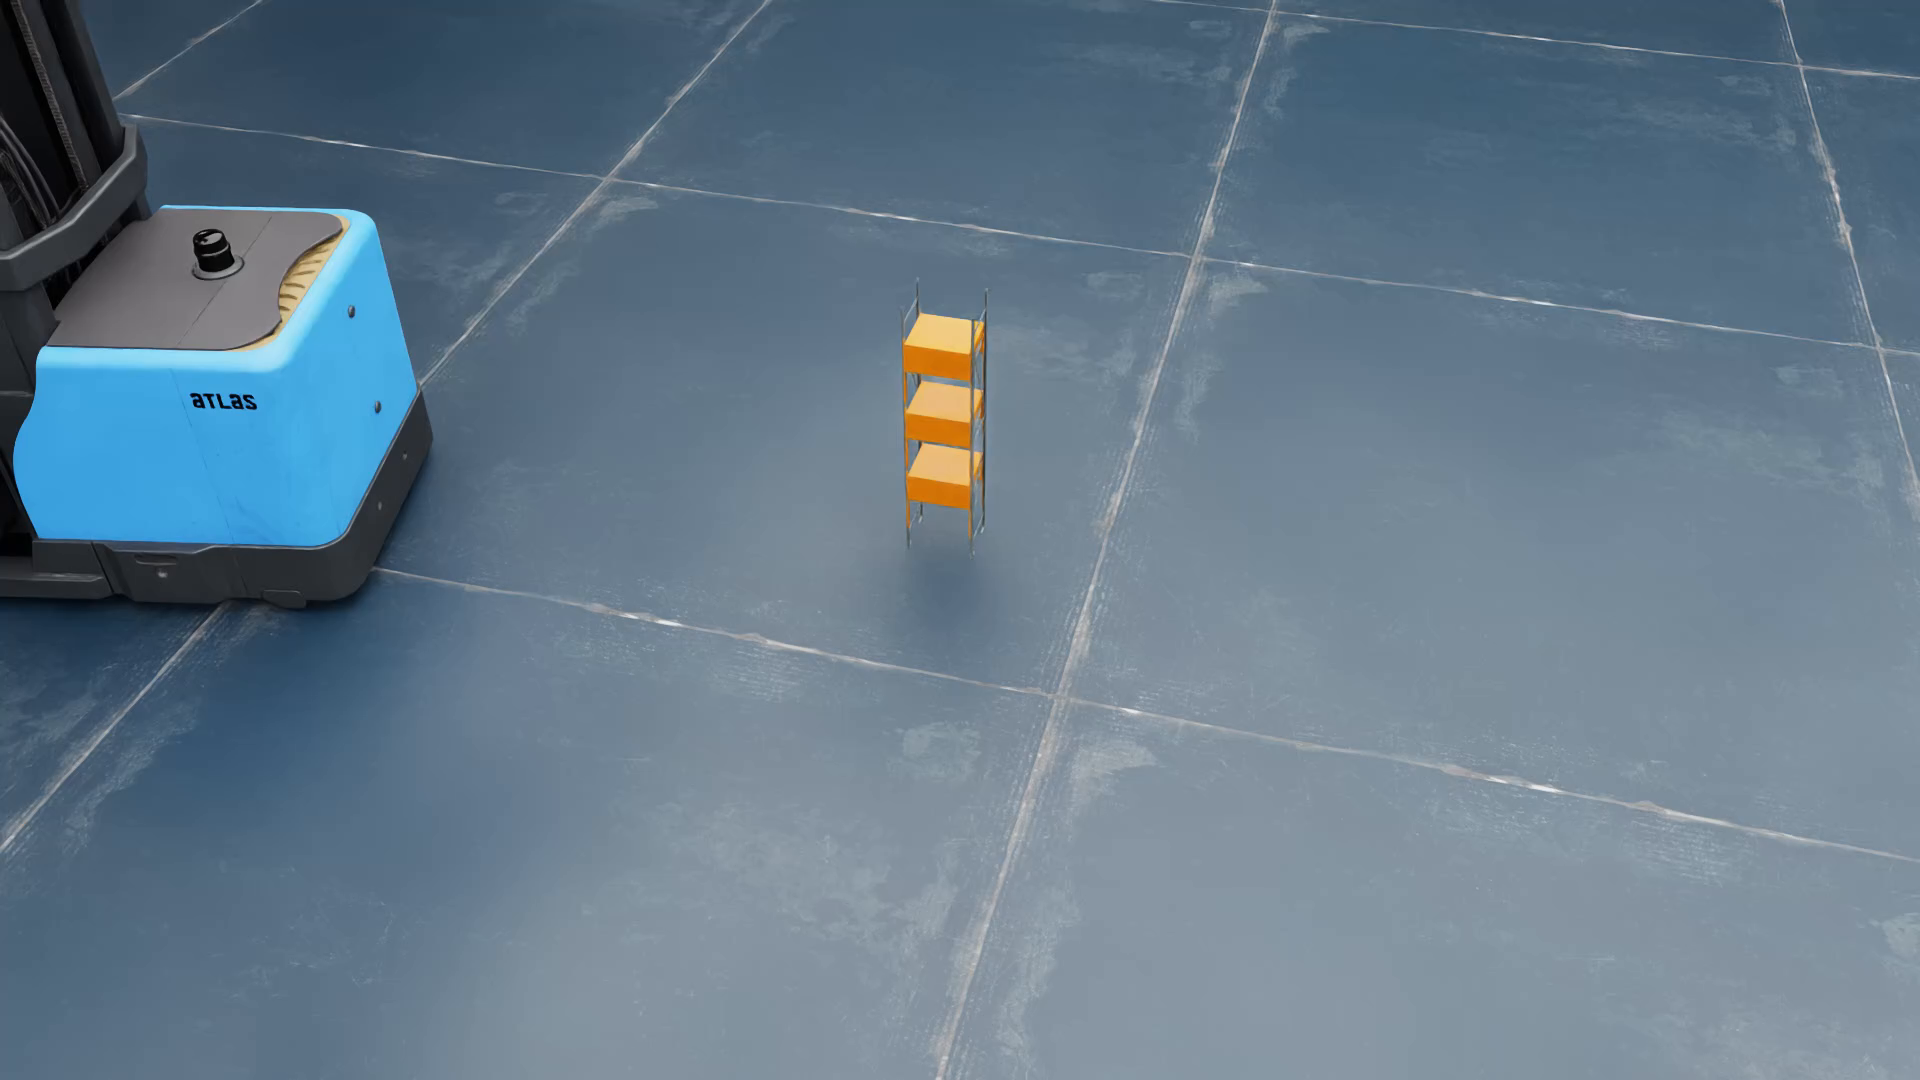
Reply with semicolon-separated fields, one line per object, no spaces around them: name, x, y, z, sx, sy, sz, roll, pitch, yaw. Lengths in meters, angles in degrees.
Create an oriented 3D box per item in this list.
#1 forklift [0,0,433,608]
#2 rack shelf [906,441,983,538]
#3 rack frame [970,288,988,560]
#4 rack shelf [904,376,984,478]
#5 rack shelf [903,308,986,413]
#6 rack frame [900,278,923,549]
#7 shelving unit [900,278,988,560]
forklift;-3.626;-1.232;5.438;3.031;2.935;1.130;2;40;2
rack shelf;-0.052;-0.190;6.109;0.240;0.259;0.215;10;41;11
rack frame;0.066;-0.391;5.899;0.008;1.050;0.200;10;41;11
rack shelf;-0.052;-0.403;5.930;0.240;0.259;0.215;10;41;11
rack shelf;-0.052;-0.620;5.747;0.240;0.259;0.215;10;41;11
rack frame;-0.170;-0.431;5.947;0.008;1.050;0.200;10;41;11
shelving unit;-0.052;-0.411;5.923;0.252;1.050;0.215;10;41;11
